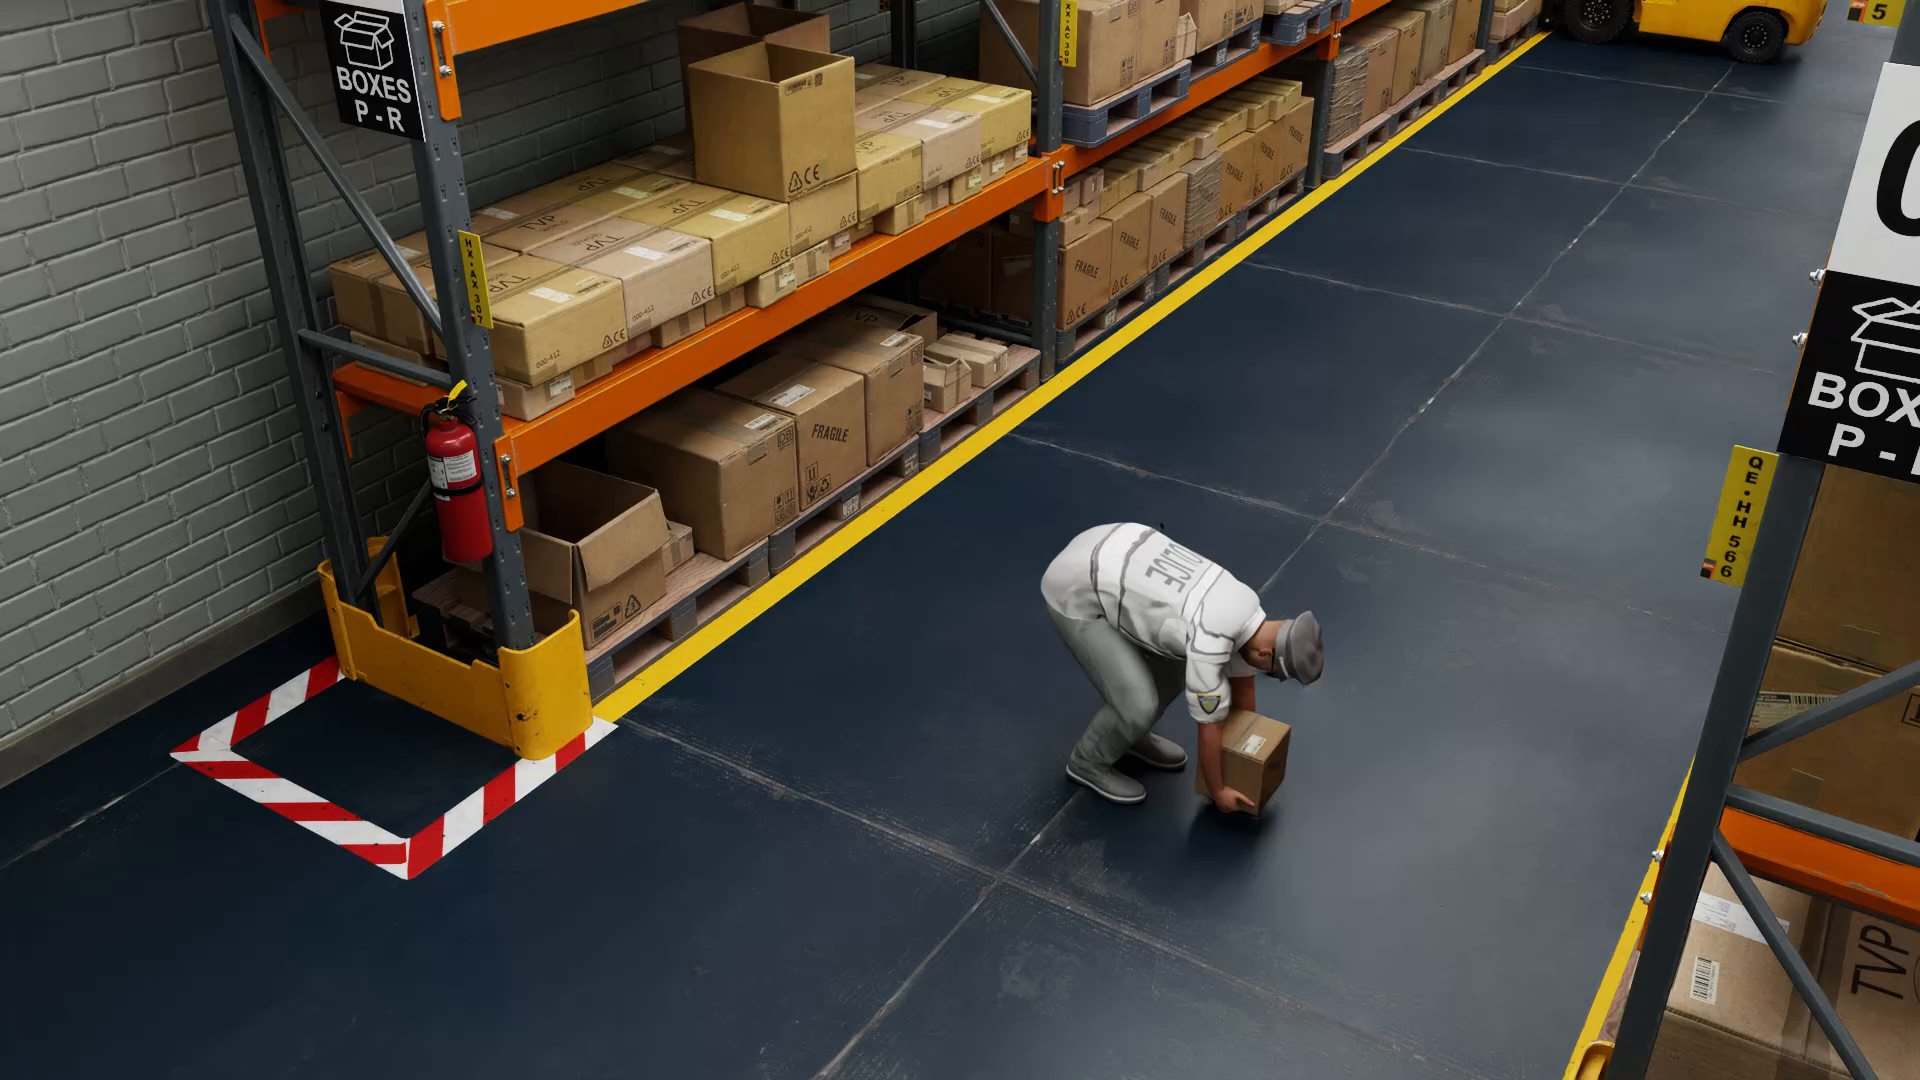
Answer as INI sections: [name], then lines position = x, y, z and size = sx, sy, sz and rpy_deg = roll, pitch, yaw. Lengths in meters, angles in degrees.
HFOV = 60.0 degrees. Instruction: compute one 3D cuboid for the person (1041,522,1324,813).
[person]
position = 0.788, 0.484, 6.022
size = 1.030, 1.020, 0.515
rpy_deg = 16, 34, 25
